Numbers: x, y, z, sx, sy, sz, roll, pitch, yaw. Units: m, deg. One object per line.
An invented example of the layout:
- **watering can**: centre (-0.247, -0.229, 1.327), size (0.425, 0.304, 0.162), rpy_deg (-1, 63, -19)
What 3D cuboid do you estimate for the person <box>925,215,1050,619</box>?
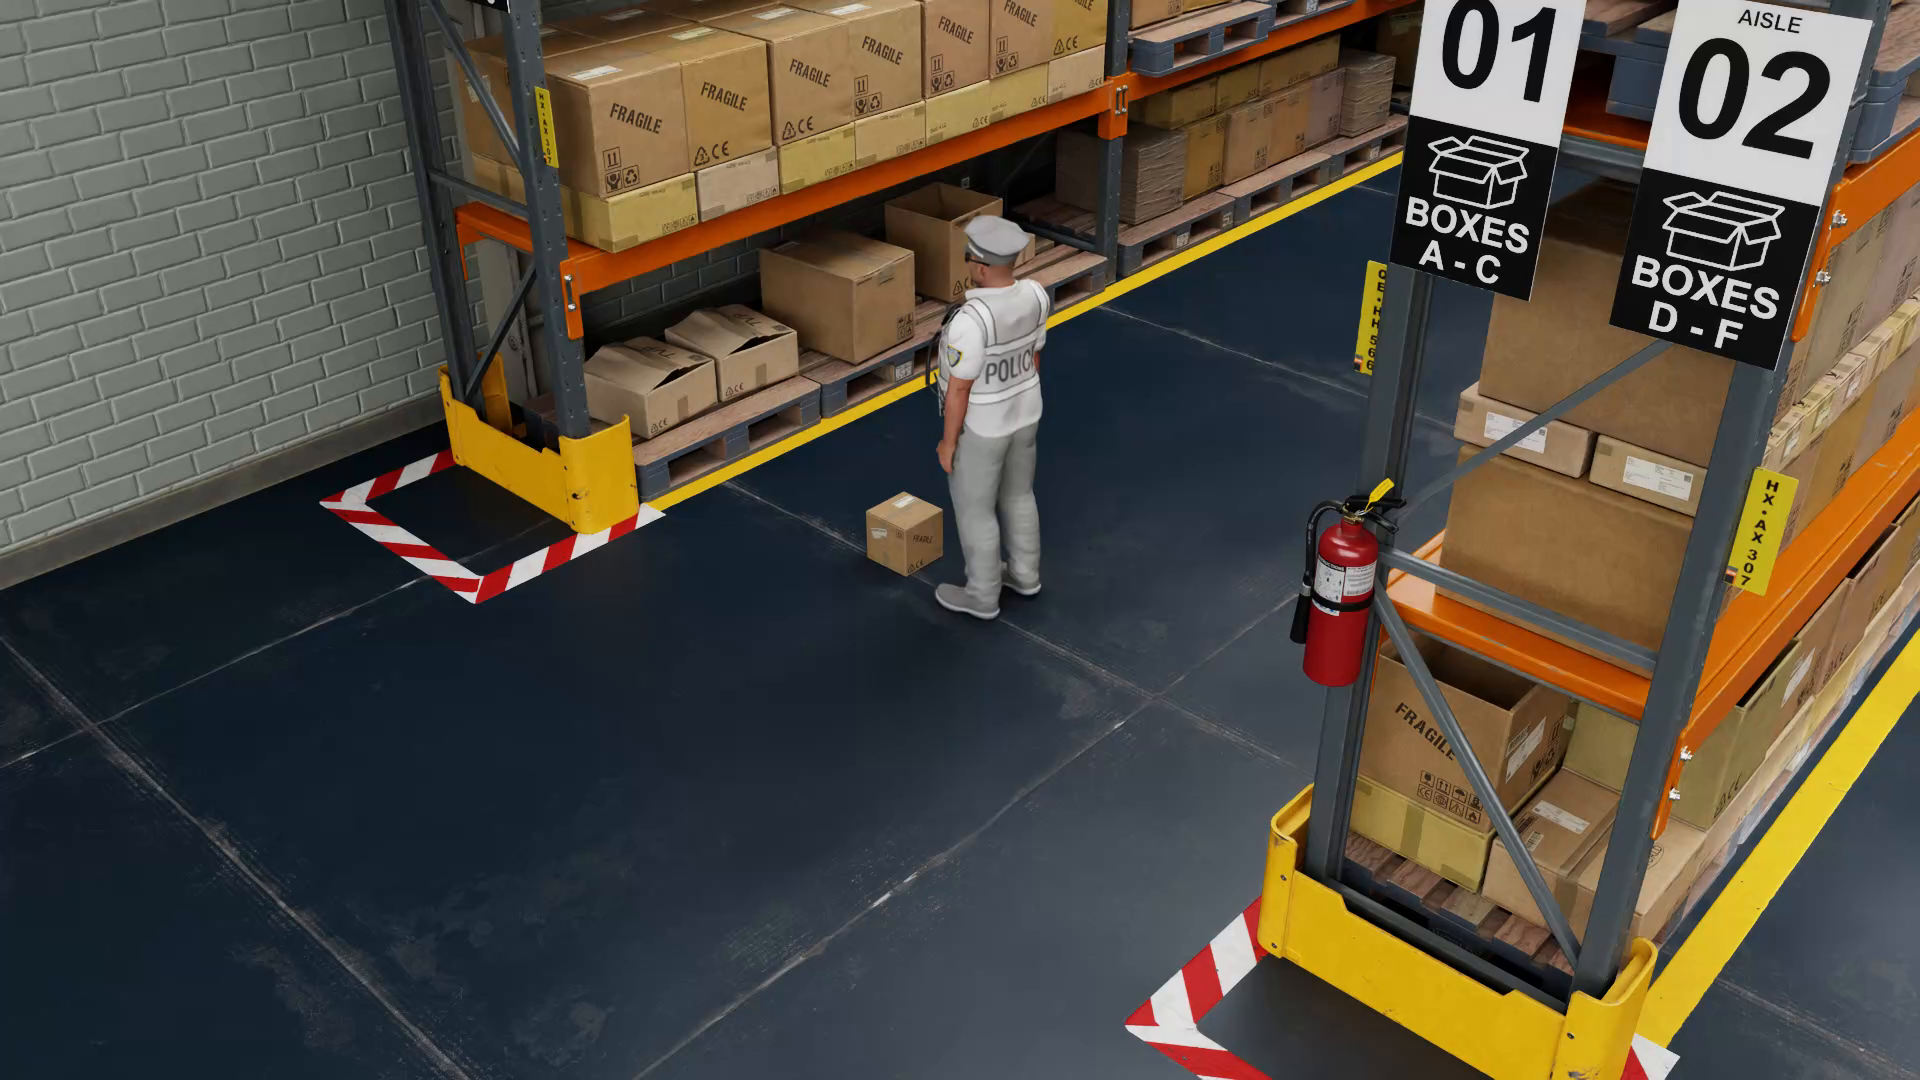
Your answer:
- **person**: centre (0.110, -0.494, 6.942), size (0.394, 1.777, 0.530), rpy_deg (26, 40, 36)
